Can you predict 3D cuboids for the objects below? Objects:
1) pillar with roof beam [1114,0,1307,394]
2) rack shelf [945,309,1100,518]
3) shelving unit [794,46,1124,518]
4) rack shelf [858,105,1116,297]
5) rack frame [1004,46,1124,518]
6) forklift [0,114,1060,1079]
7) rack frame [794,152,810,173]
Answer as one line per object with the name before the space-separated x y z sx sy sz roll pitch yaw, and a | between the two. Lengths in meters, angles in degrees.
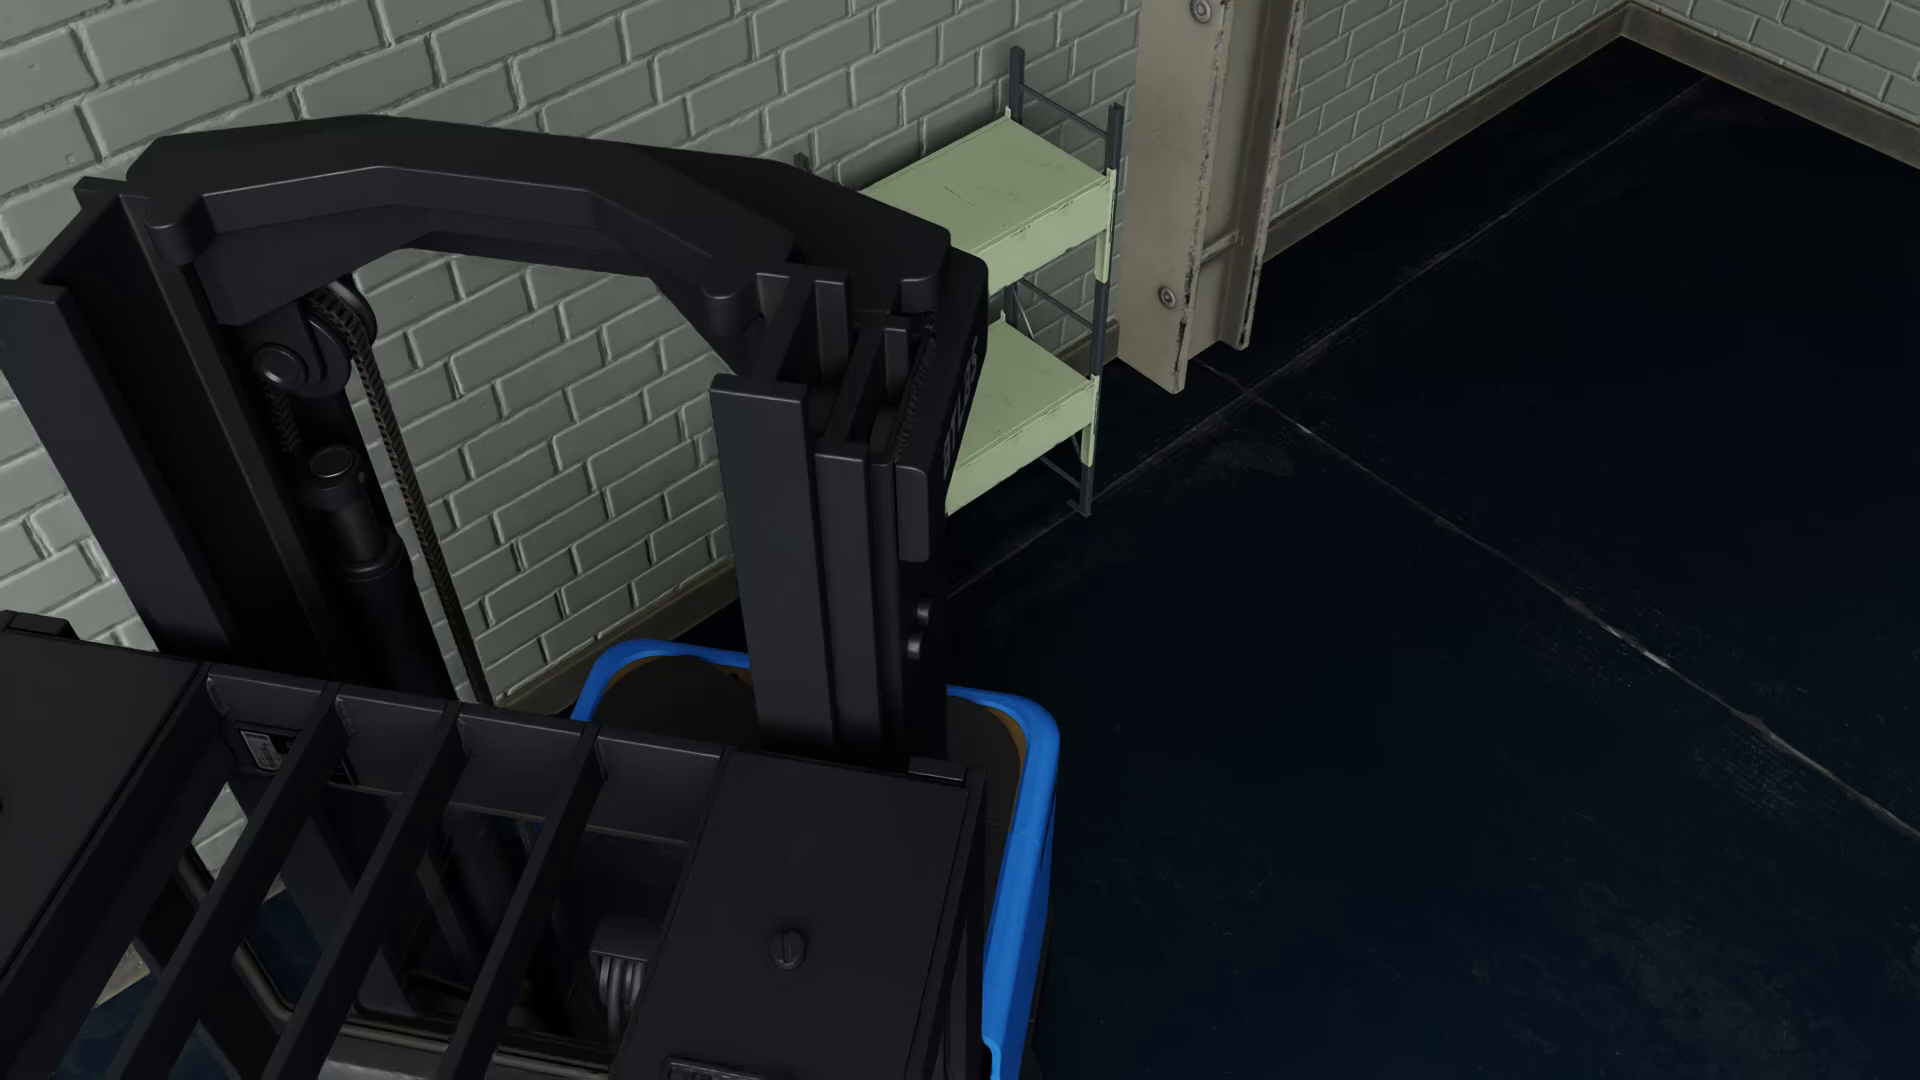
pillar with roof beam | 3.674 -1.390 0.410 0.400 9.000 9.100 -34 56 -27
rack shelf | 0.005 -0.291 4.941 0.720 0.370 0.431 -34 56 -27
shelving unit | 0.005 -0.512 4.702 0.755 1.500 0.431 -34 56 -27
rack shelf | 0.005 -0.777 4.415 0.720 0.370 0.431 -34 56 -27
rack frame | 0.276 -0.693 4.869 0.023 1.500 0.400 -34 56 -27
forklift | -0.562 1.068 2.271 1.130 2.935 3.031 8 48 7
rack frame | -0.266 -0.331 4.535 0.023 1.500 0.400 -34 56 -27
